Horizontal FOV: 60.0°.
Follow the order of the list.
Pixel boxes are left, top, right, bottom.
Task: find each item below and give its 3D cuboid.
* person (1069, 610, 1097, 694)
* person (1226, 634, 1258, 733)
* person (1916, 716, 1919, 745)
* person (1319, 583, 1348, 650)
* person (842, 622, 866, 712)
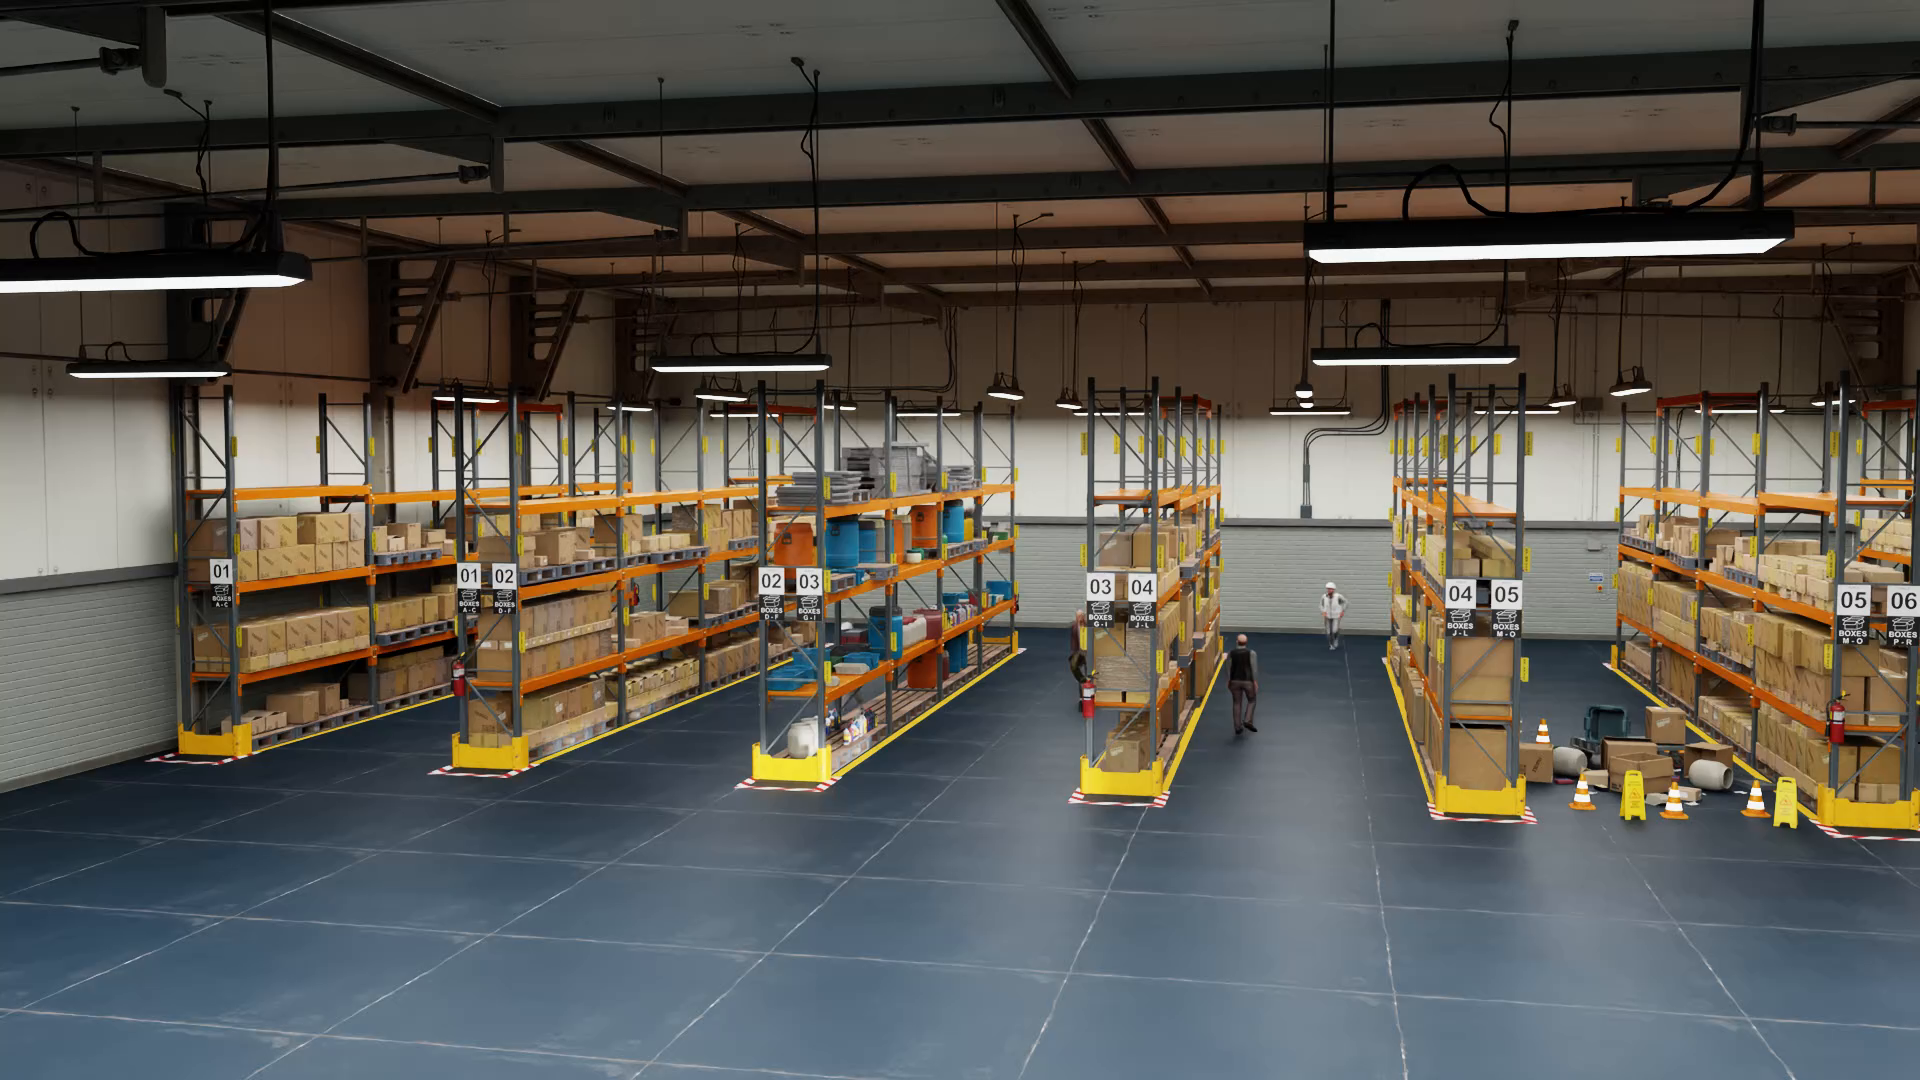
[{"bbox_3d":[2.435,2.209,32.615,0.620,1.700,0.865,1,4,24],"label":"person"},{"bbox_3d":[4.930,2.550,29.075,0.577,1.625,0.539,1,3,23],"label":"person"},{"bbox_3d":[14.926,2.761,25.390,0.660,1.654,0.767,1,3,13],"label":"person"},{"bbox_3d":[9.189,1.873,40.896,0.705,1.683,0.711,1,3,21],"label":"person"},{"bbox_3d":[-2.133,2.386,30.987,1.049,1.702,0.584,-2,4,-37],"label":"person"}]
